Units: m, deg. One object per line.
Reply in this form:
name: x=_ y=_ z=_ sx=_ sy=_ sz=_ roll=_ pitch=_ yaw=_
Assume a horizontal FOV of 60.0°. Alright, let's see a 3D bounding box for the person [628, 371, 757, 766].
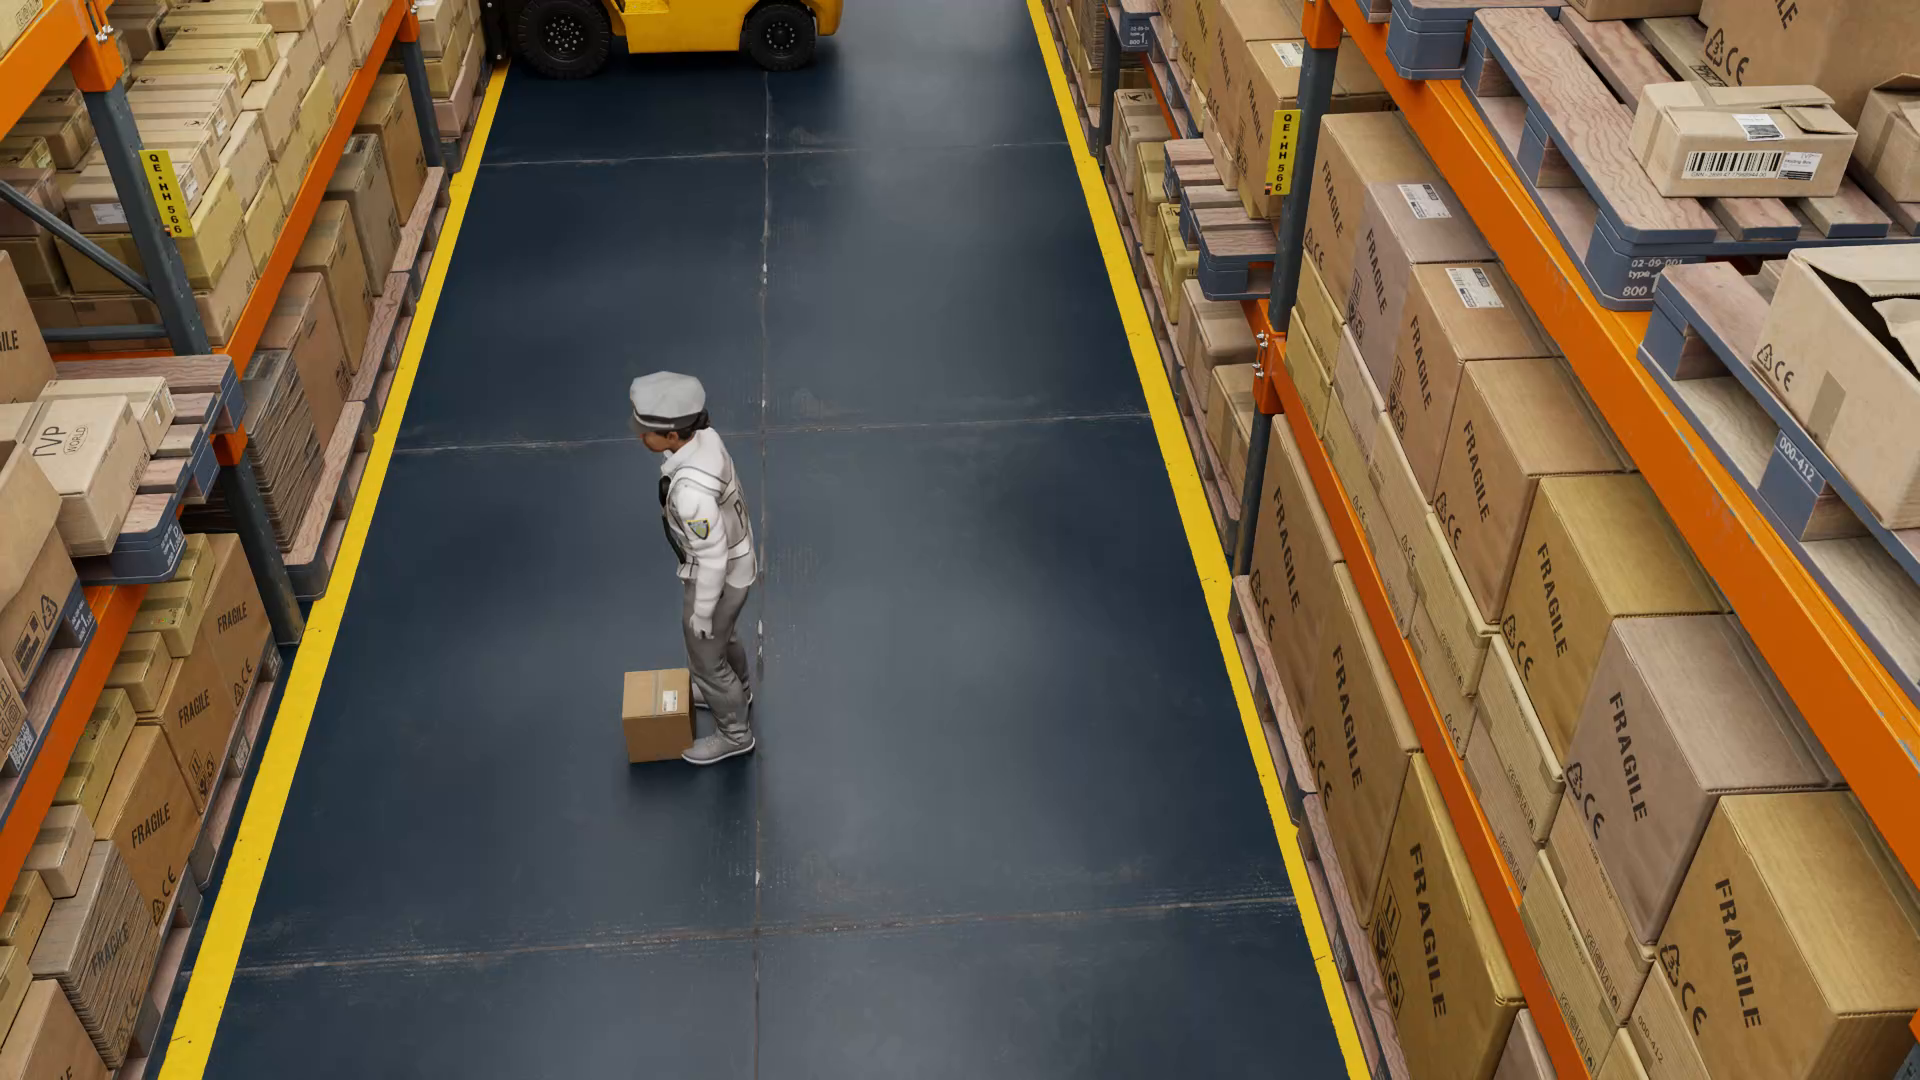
person: x=-0.921 y=0.118 z=6.009 sx=0.375 sy=1.662 sz=0.542 roll=-5 pitch=40 yaw=-7
